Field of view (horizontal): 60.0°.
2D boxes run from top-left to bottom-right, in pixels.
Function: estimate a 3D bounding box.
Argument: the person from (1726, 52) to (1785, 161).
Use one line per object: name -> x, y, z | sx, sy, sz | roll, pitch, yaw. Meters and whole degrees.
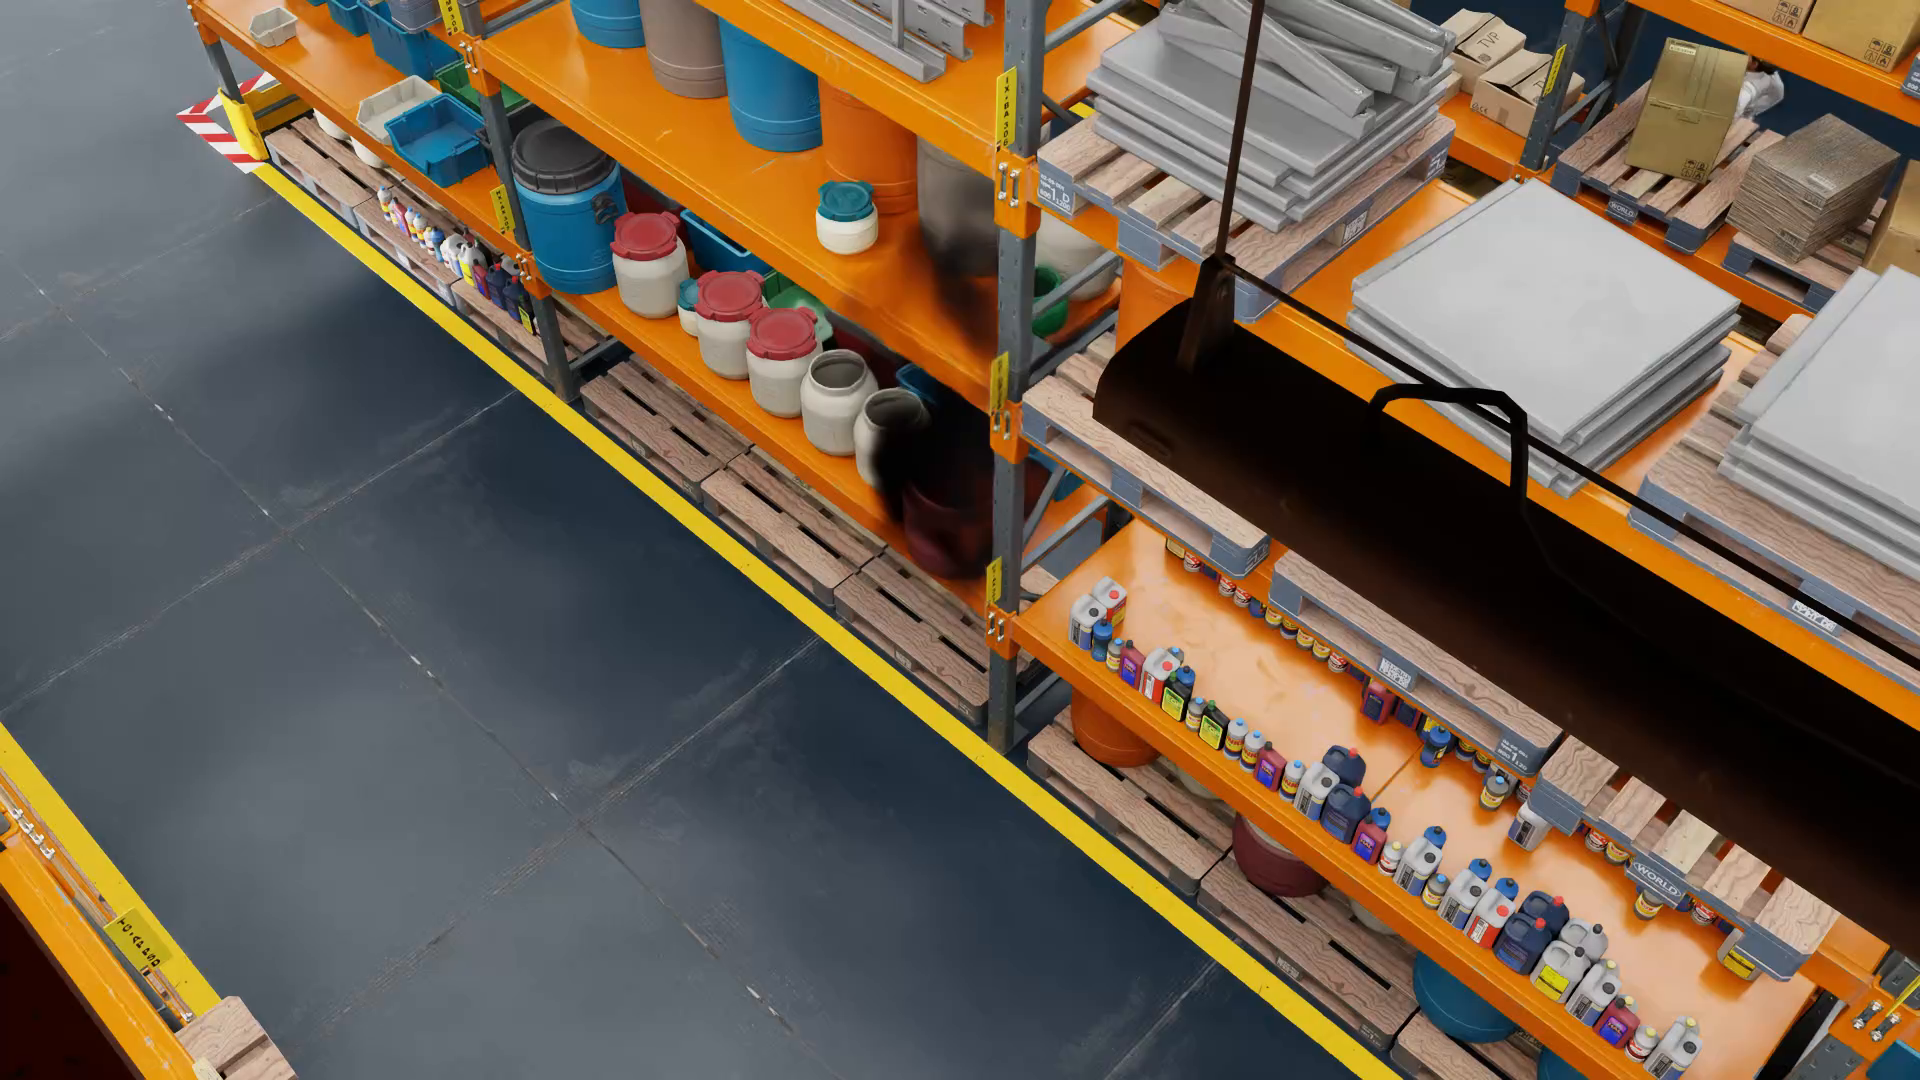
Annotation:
person -> 5.327, -2.859, 11.697 | 0.561, 1.656, 0.607 | 30, 56, 23
